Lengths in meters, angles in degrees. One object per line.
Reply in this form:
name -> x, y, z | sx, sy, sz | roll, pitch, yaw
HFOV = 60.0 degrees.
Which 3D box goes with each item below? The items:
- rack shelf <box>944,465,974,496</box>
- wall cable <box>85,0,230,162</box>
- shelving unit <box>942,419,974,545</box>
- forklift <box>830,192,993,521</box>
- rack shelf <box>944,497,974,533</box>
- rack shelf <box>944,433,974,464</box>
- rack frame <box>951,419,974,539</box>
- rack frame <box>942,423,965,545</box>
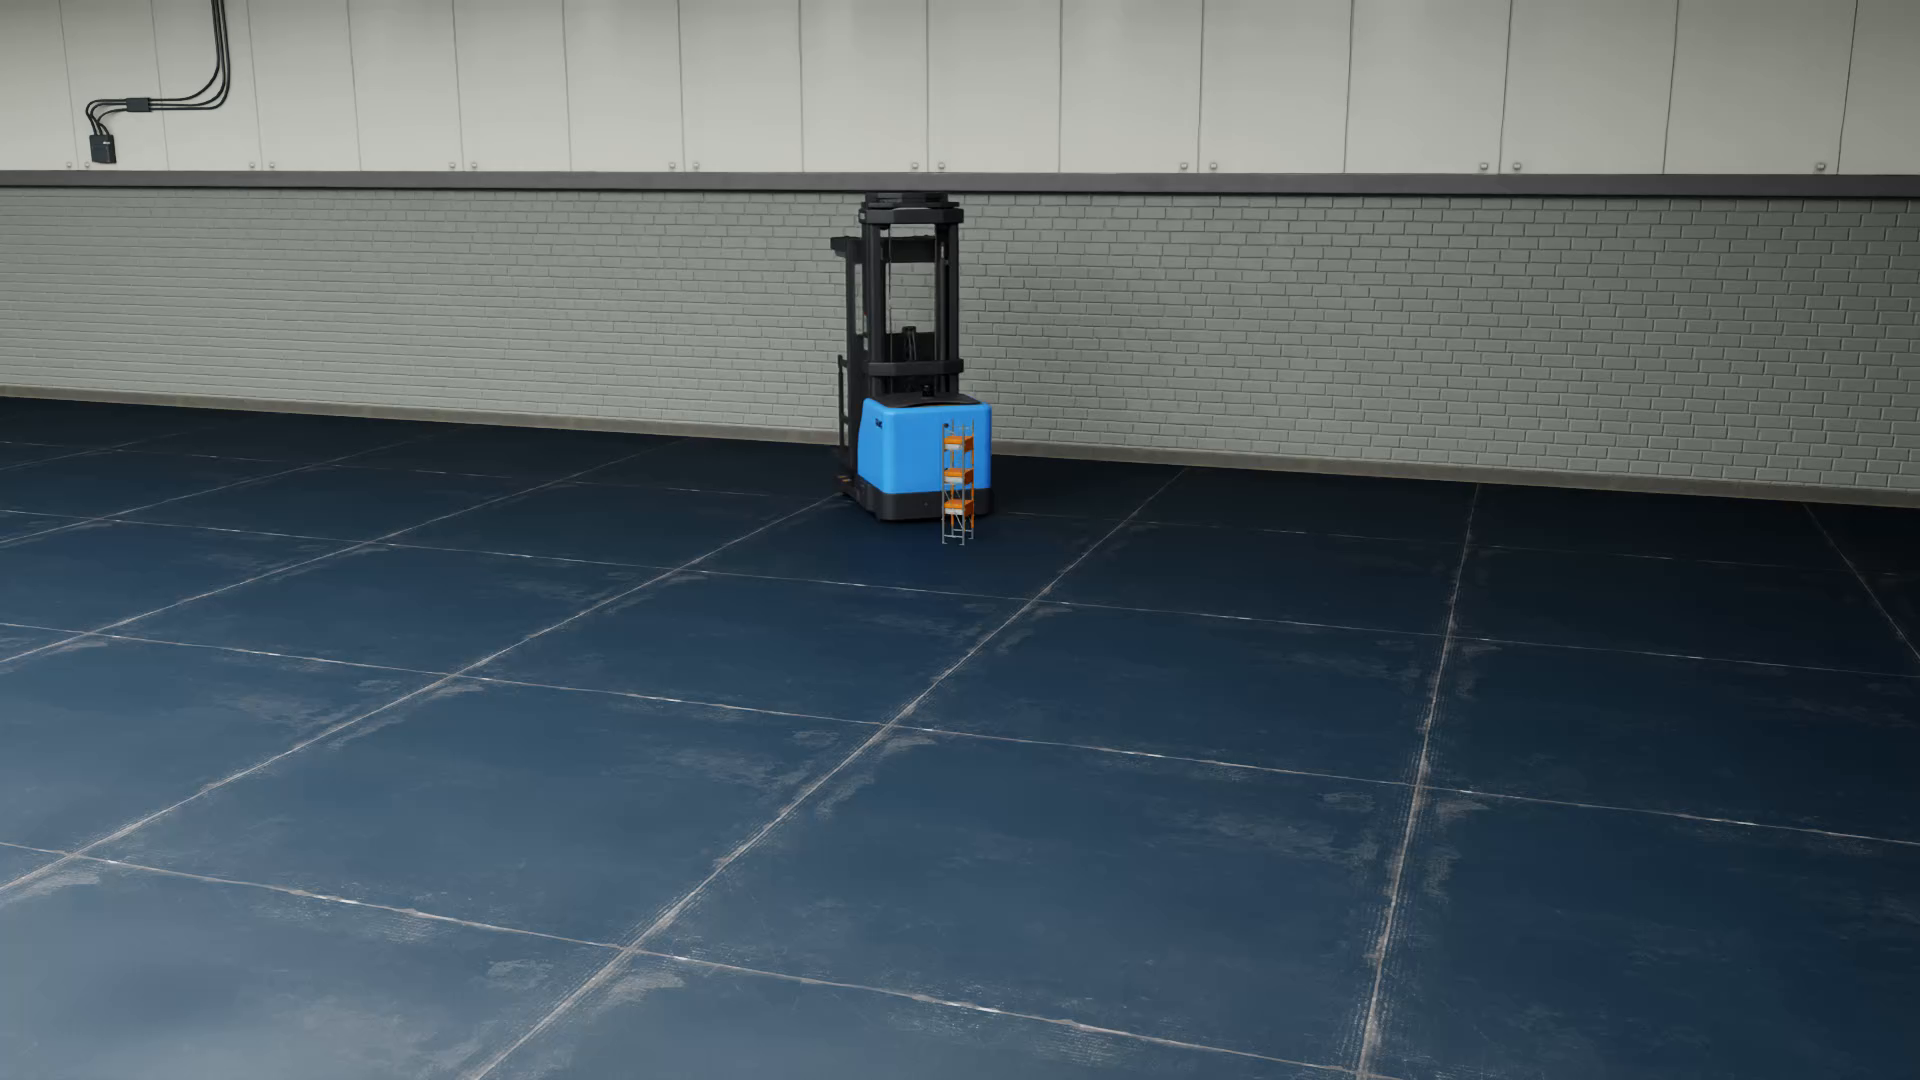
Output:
rack shelf -> -0.017, -0.490, 14.324 | 0.215, 0.259, 0.240 | 4, 14, 18
wall cable -> -10.307, -7.813, 20.855 | 2.305, 6.003, 0.169 | 4, 14, 18
shelving unit -> -0.017, -0.501, 14.322 | 0.215, 1.050, 0.252 | 4, 14, 18
forklift -> -0.619, -1.886, 16.166 | 1.130, 2.935, 3.031 | -4, 13, -17
rack shelf -> -0.017, -0.219, 14.386 | 0.215, 0.259, 0.240 | 4, 14, 18
rack shelf -> -0.017, -0.767, 14.261 | 0.215, 0.259, 0.240 | 4, 14, 18
rack frame -> 0.022, -0.526, 14.434 | 0.200, 1.050, 0.008 | 4, 14, 18
rack frame -> -0.057, -0.475, 14.209 | 0.200, 1.050, 0.008 | 4, 14, 18
